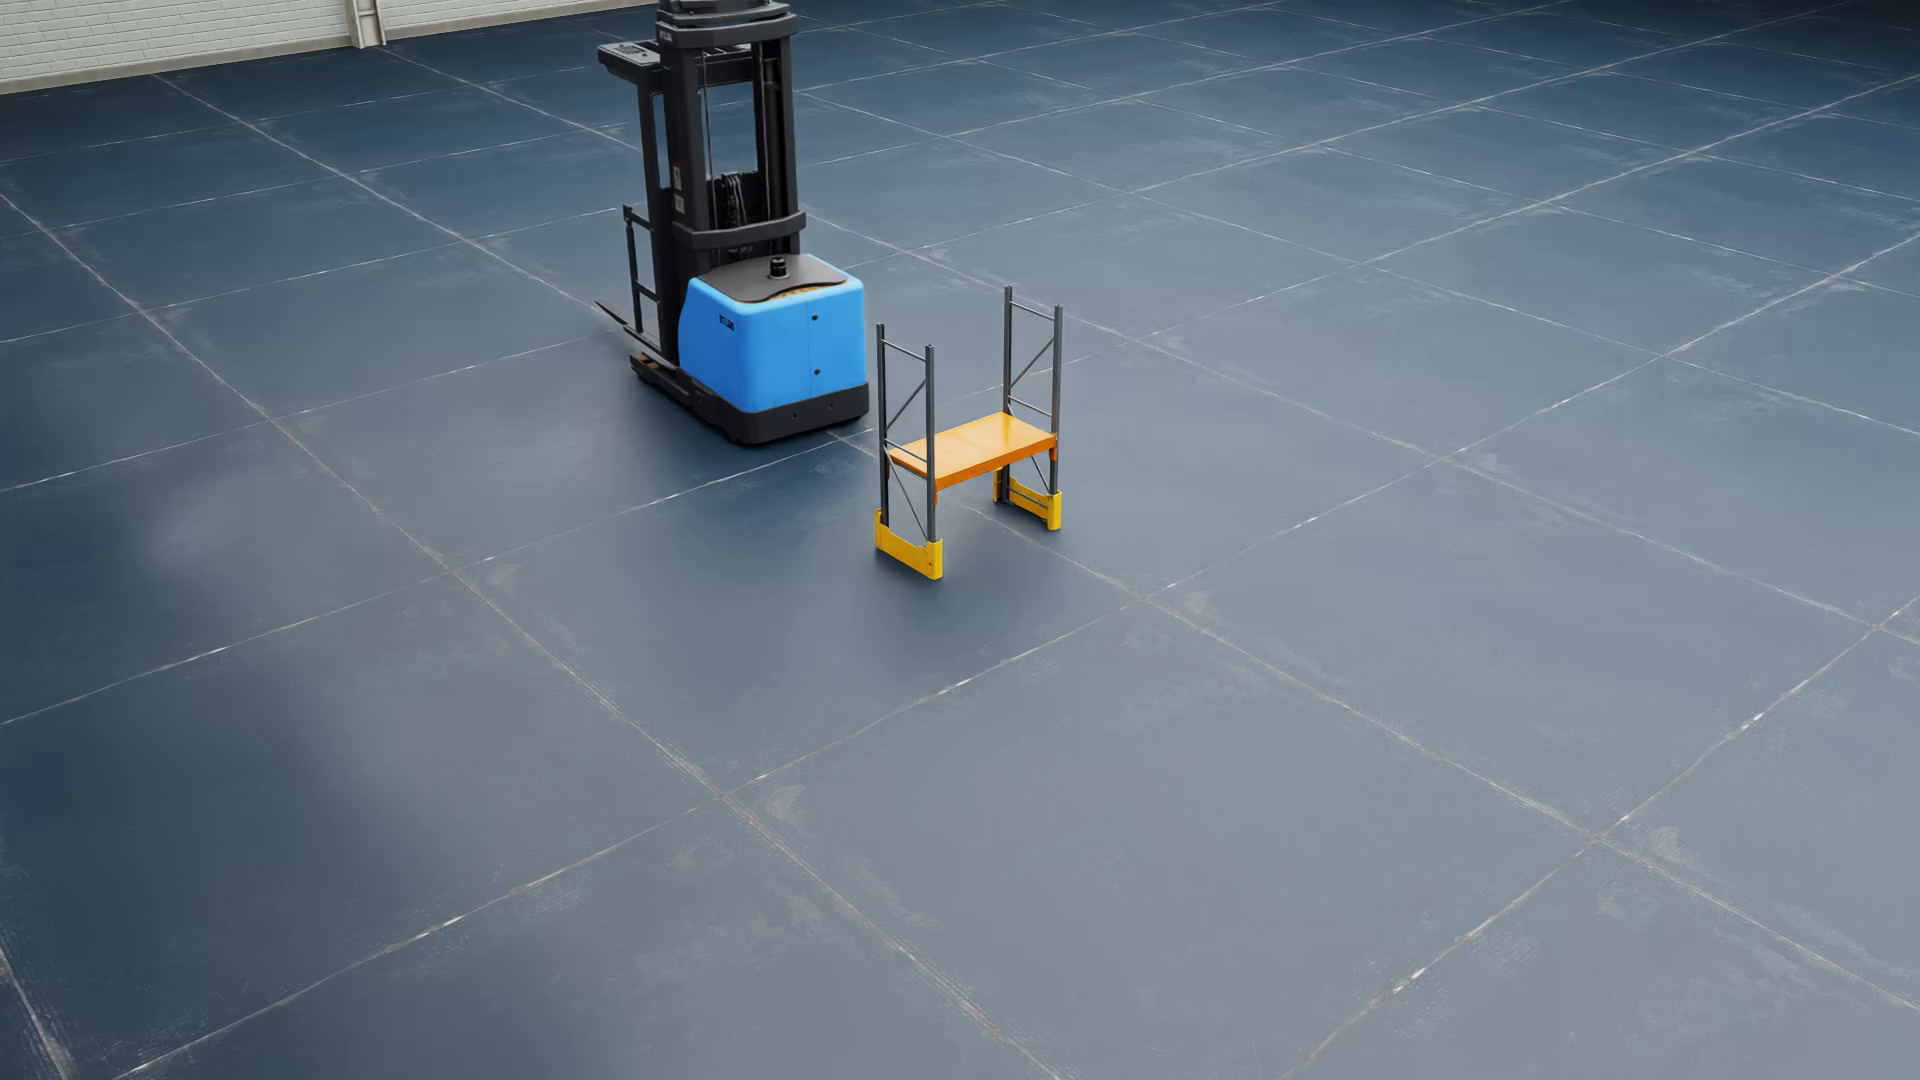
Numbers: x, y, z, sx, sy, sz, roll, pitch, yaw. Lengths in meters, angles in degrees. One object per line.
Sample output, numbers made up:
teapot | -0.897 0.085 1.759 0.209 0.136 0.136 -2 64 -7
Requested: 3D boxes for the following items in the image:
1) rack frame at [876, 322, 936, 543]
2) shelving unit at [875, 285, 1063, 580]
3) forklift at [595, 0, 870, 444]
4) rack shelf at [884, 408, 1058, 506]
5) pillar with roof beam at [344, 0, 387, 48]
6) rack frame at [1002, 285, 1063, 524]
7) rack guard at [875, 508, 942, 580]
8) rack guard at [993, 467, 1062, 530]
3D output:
rack frame | -0.322 -0.532 10.013 0.032 1.500 0.500 -22 35 -35
shelving unit | 0.058 -0.685 10.298 1.083 1.500 0.587 -22 35 -35
forklift | -1.919 -2.614 12.390 1.130 2.935 3.031 -18 33 -30
rack shelf | 0.065 -0.529 10.388 1.000 0.185 0.538 -22 35 -35
pillar with roof beam | -5.718 -9.558 18.946 0.400 9.000 9.100 -22 35 -35
rack frame | 0.452 -0.843 10.595 0.032 1.500 0.500 -22 35 -35
rack guard | -0.321 0.019 10.308 0.087 0.250 0.587 -22 35 -35
rack guard | 0.437 -0.286 10.878 0.087 0.250 0.587 -22 35 -35
